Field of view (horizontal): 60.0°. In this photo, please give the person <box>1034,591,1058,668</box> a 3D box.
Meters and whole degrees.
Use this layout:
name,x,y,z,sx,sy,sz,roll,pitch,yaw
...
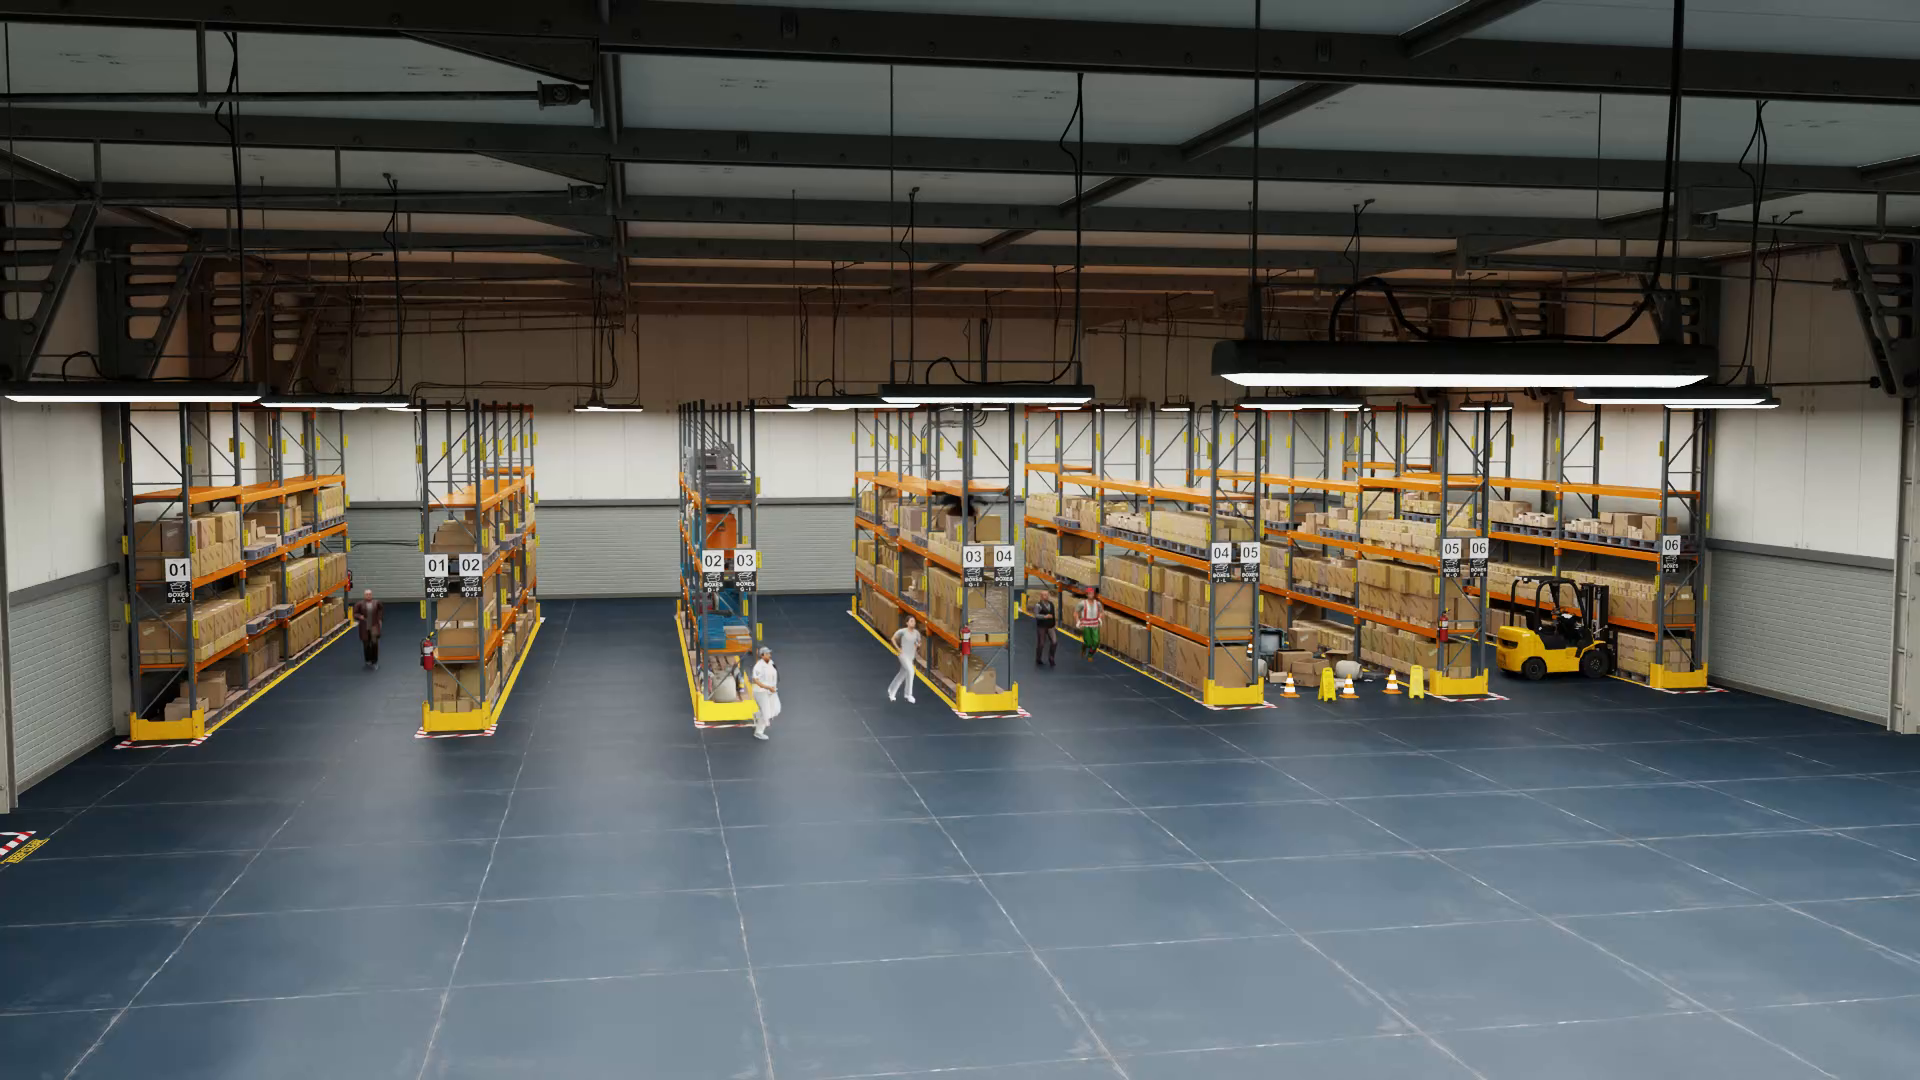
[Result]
name,x,y,z,sx,sy,sz,roll,pitch,yaw
person,1.952,2.024,37.676,0.622,1.760,0.732,-2,5,-21

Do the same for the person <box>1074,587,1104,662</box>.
name,x,y,z,sx,sy,sz,roll,pitch,yaw
person,2.878,1.866,36.754,0.671,1.640,0.640,-1,4,-14

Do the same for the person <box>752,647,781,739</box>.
name,x,y,z,sx,sy,sz,roll,pitch,yaw
person,-3.440,2.699,29.468,0.613,1.632,0.632,3,5,30

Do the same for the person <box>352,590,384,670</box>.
name,x,y,z,sx,sy,sz,roll,pitch,yaw
person,-13.313,2.026,37.402,0.674,1.827,0.803,-2,5,-21

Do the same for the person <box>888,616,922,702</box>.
name,x,y,z,sx,sy,sz,roll,pitch,yaw
person,-1.018,2.284,32.078,0.586,1.676,0.896,-3,5,-37
